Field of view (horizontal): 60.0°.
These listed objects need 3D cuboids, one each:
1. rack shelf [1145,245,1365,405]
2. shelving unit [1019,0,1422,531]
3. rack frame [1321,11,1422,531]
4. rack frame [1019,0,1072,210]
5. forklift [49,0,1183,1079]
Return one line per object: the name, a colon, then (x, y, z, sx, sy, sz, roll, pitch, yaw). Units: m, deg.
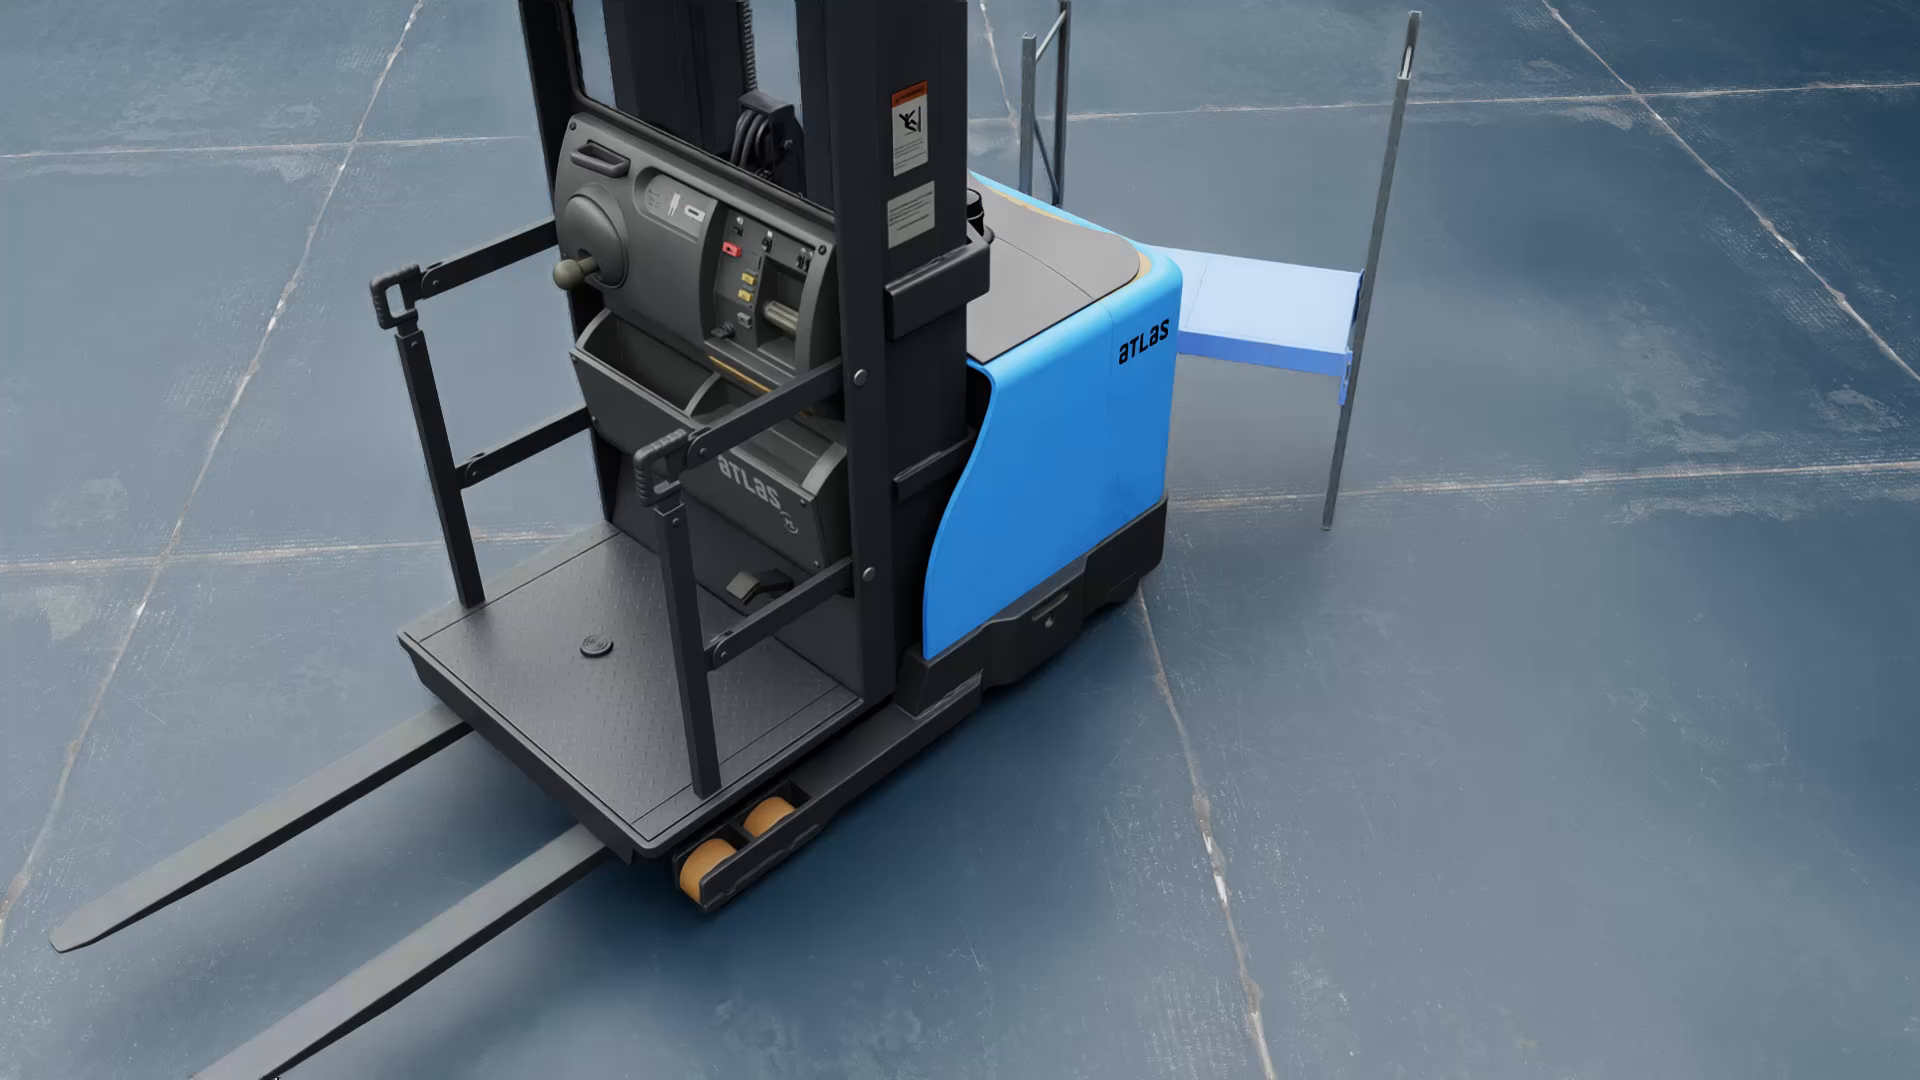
rack shelf: (0.743, -0.714, 5.235, 1.000, 0.185, 0.538, 10, 39, 12)
shelving unit: (0.743, -0.855, 5.123, 1.048, 1.500, 0.538, 10, 39, 12)
rack frame: (1.232, -0.770, 5.015, 0.032, 1.500, 0.500, 10, 39, 12)
rack frame: (0.254, -0.941, 5.232, 0.032, 1.500, 0.500, 10, 39, 12)
forklift: (-0.767, -0.608, 3.654, 1.130, 2.935, 3.031, 31, 48, 33)
